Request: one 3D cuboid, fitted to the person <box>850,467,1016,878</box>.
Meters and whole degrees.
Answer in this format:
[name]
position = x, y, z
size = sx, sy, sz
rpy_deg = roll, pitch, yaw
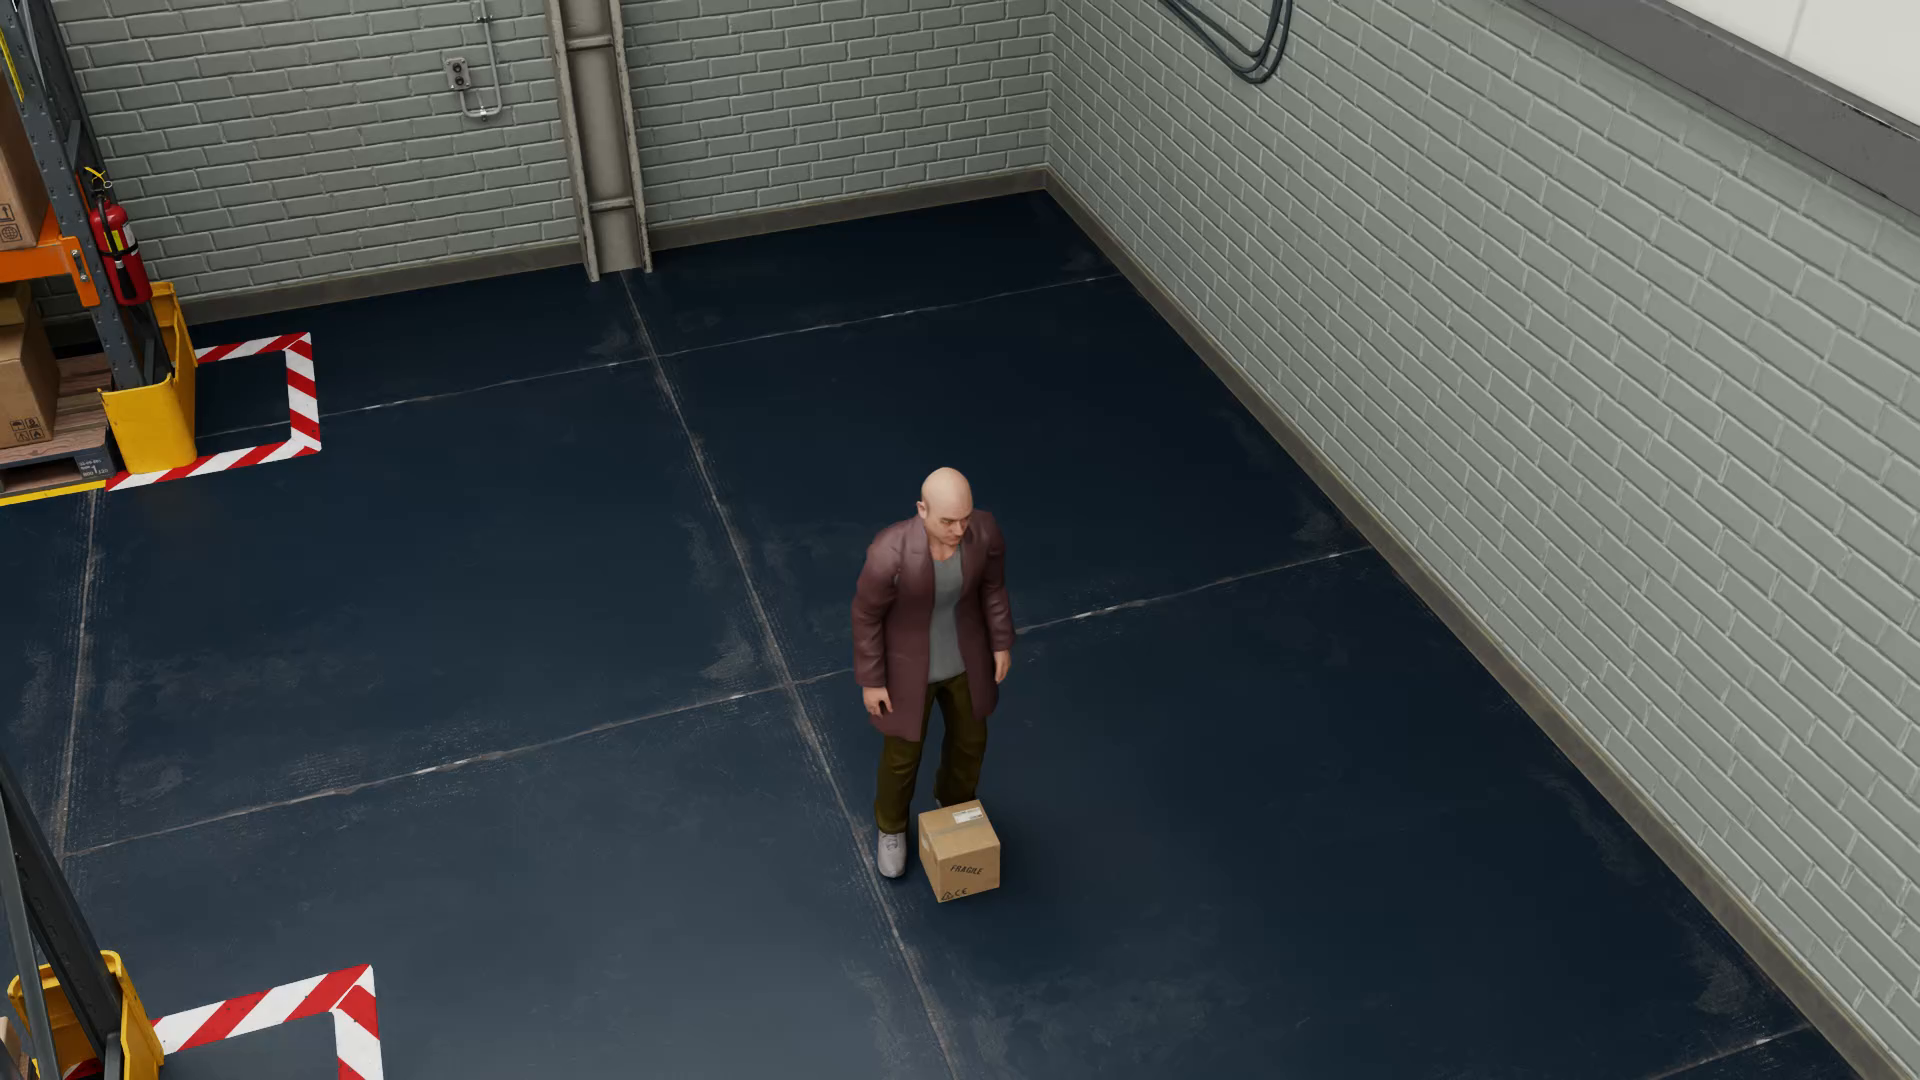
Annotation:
[person]
position = -0.087, 0.461, 6.193
size = 0.647, 1.772, 0.429
rpy_deg = -15, 40, -19
